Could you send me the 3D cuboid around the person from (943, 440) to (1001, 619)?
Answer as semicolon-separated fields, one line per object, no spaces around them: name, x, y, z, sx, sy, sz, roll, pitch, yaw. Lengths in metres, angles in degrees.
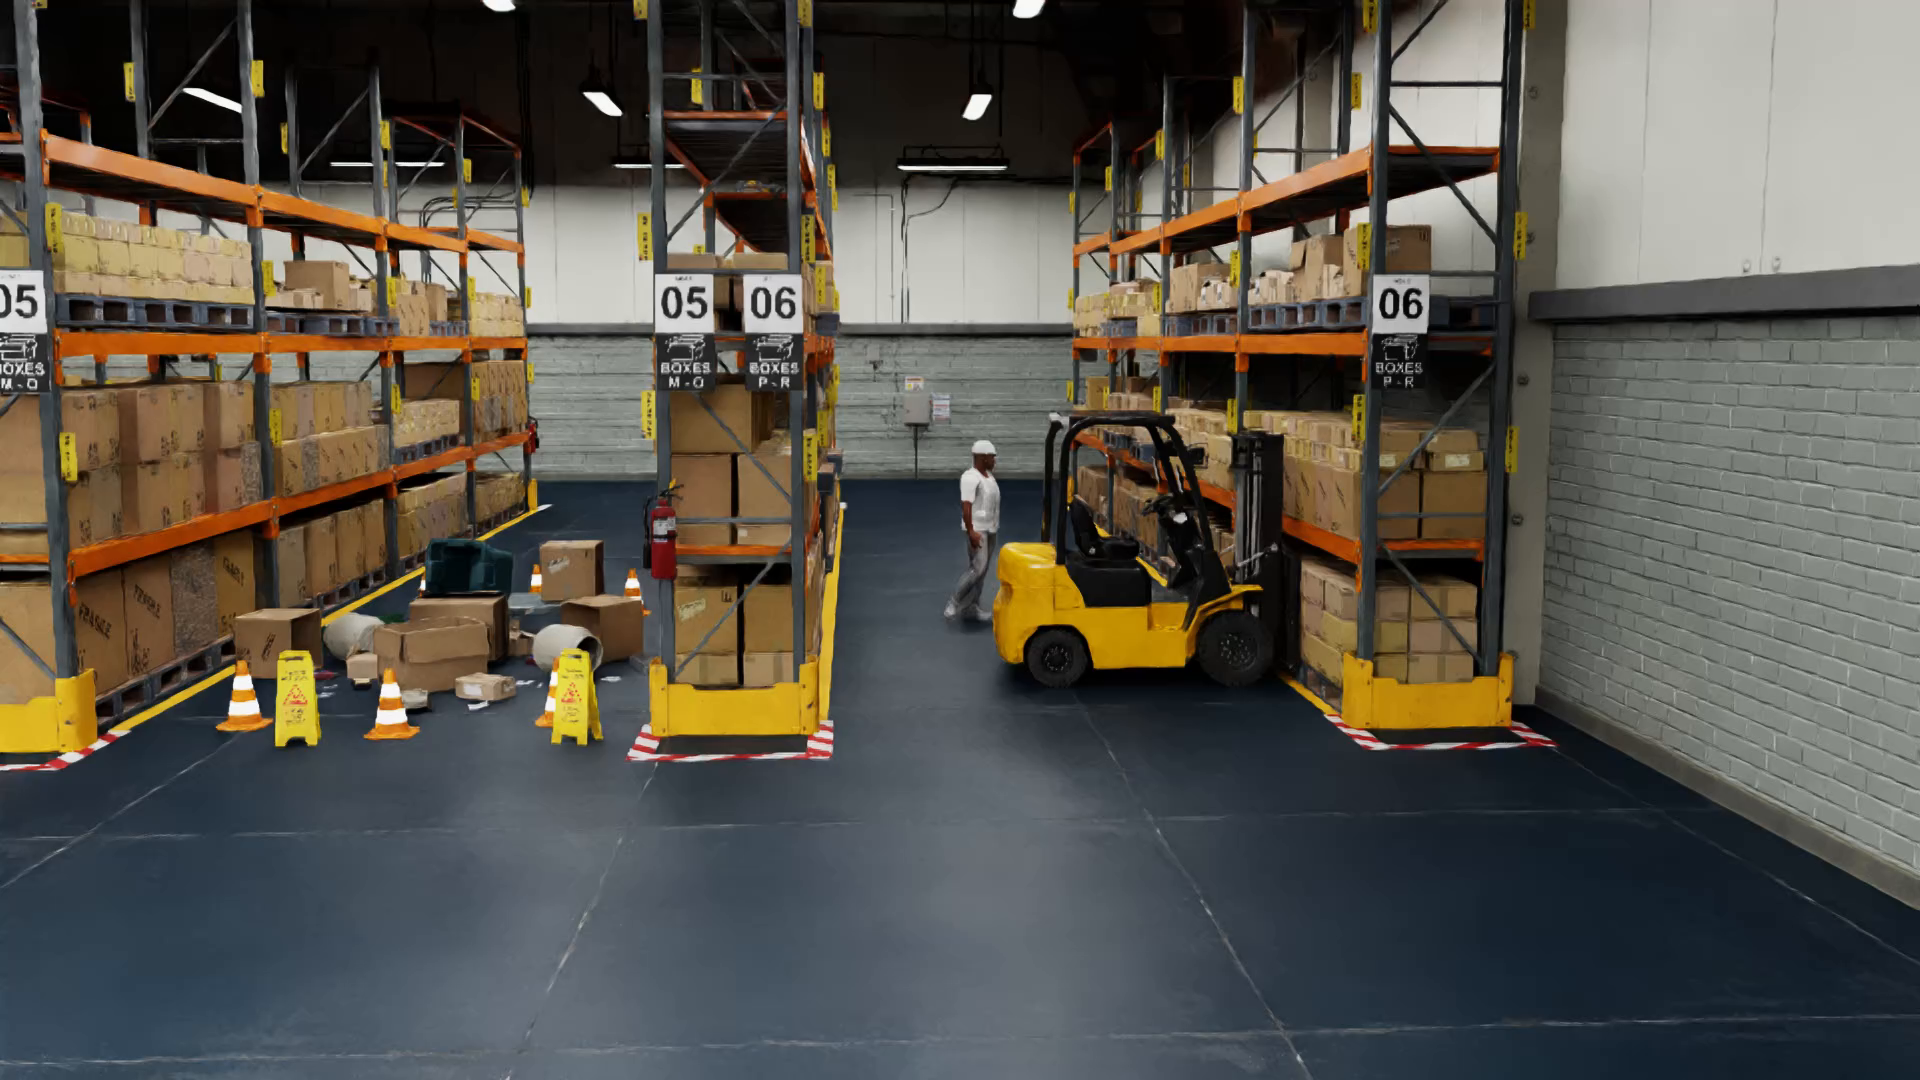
person;0.126;-0.090;16.258;0.451;1.756;0.730;3;8;27
